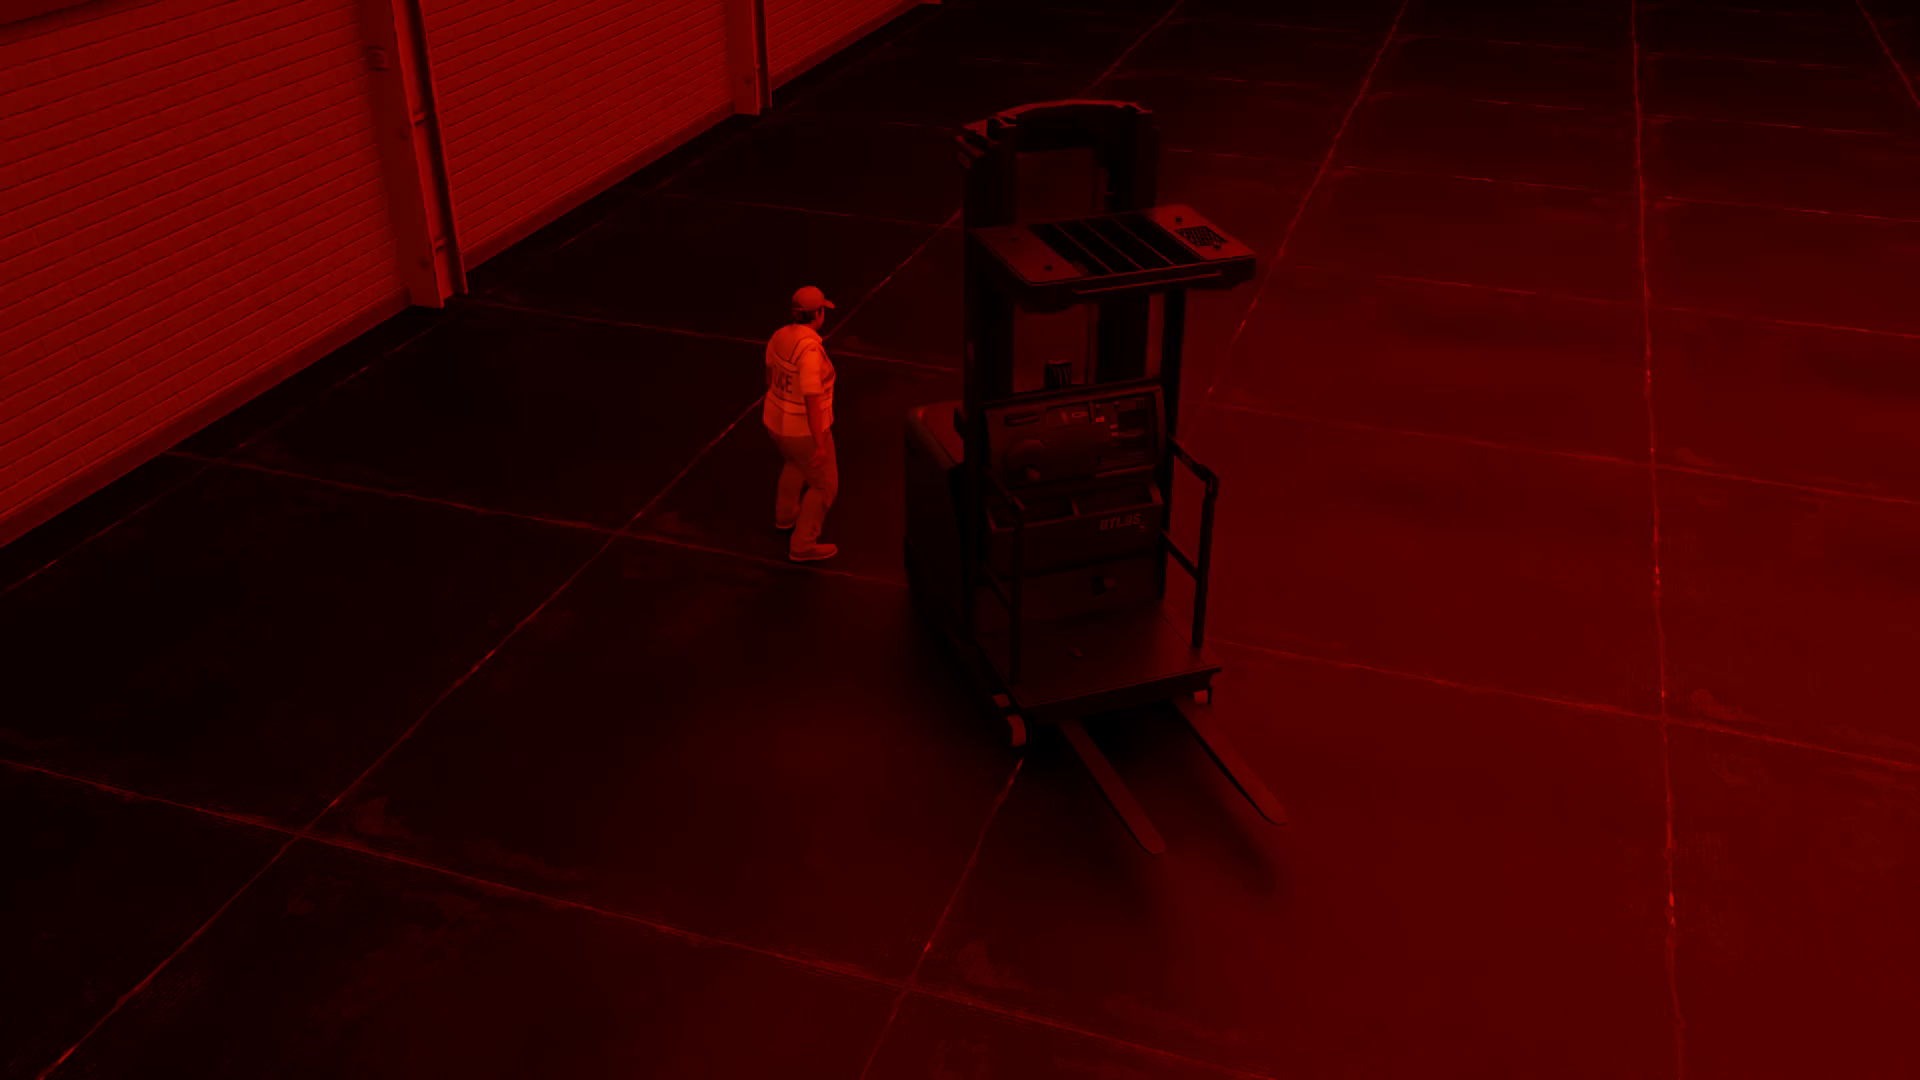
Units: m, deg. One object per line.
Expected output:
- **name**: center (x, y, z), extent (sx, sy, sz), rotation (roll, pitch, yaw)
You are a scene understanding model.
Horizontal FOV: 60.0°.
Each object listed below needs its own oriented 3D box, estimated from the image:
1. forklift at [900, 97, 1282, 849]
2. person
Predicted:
- **forklift**: center (0.628, -0.492, 8.000), extent (1.130, 2.935, 3.031), rotation (-10, 31, -17)
- **person**: center (-0.922, -0.689, 9.659), extent (0.459, 1.640, 0.778), rotation (-19, 35, -29)
